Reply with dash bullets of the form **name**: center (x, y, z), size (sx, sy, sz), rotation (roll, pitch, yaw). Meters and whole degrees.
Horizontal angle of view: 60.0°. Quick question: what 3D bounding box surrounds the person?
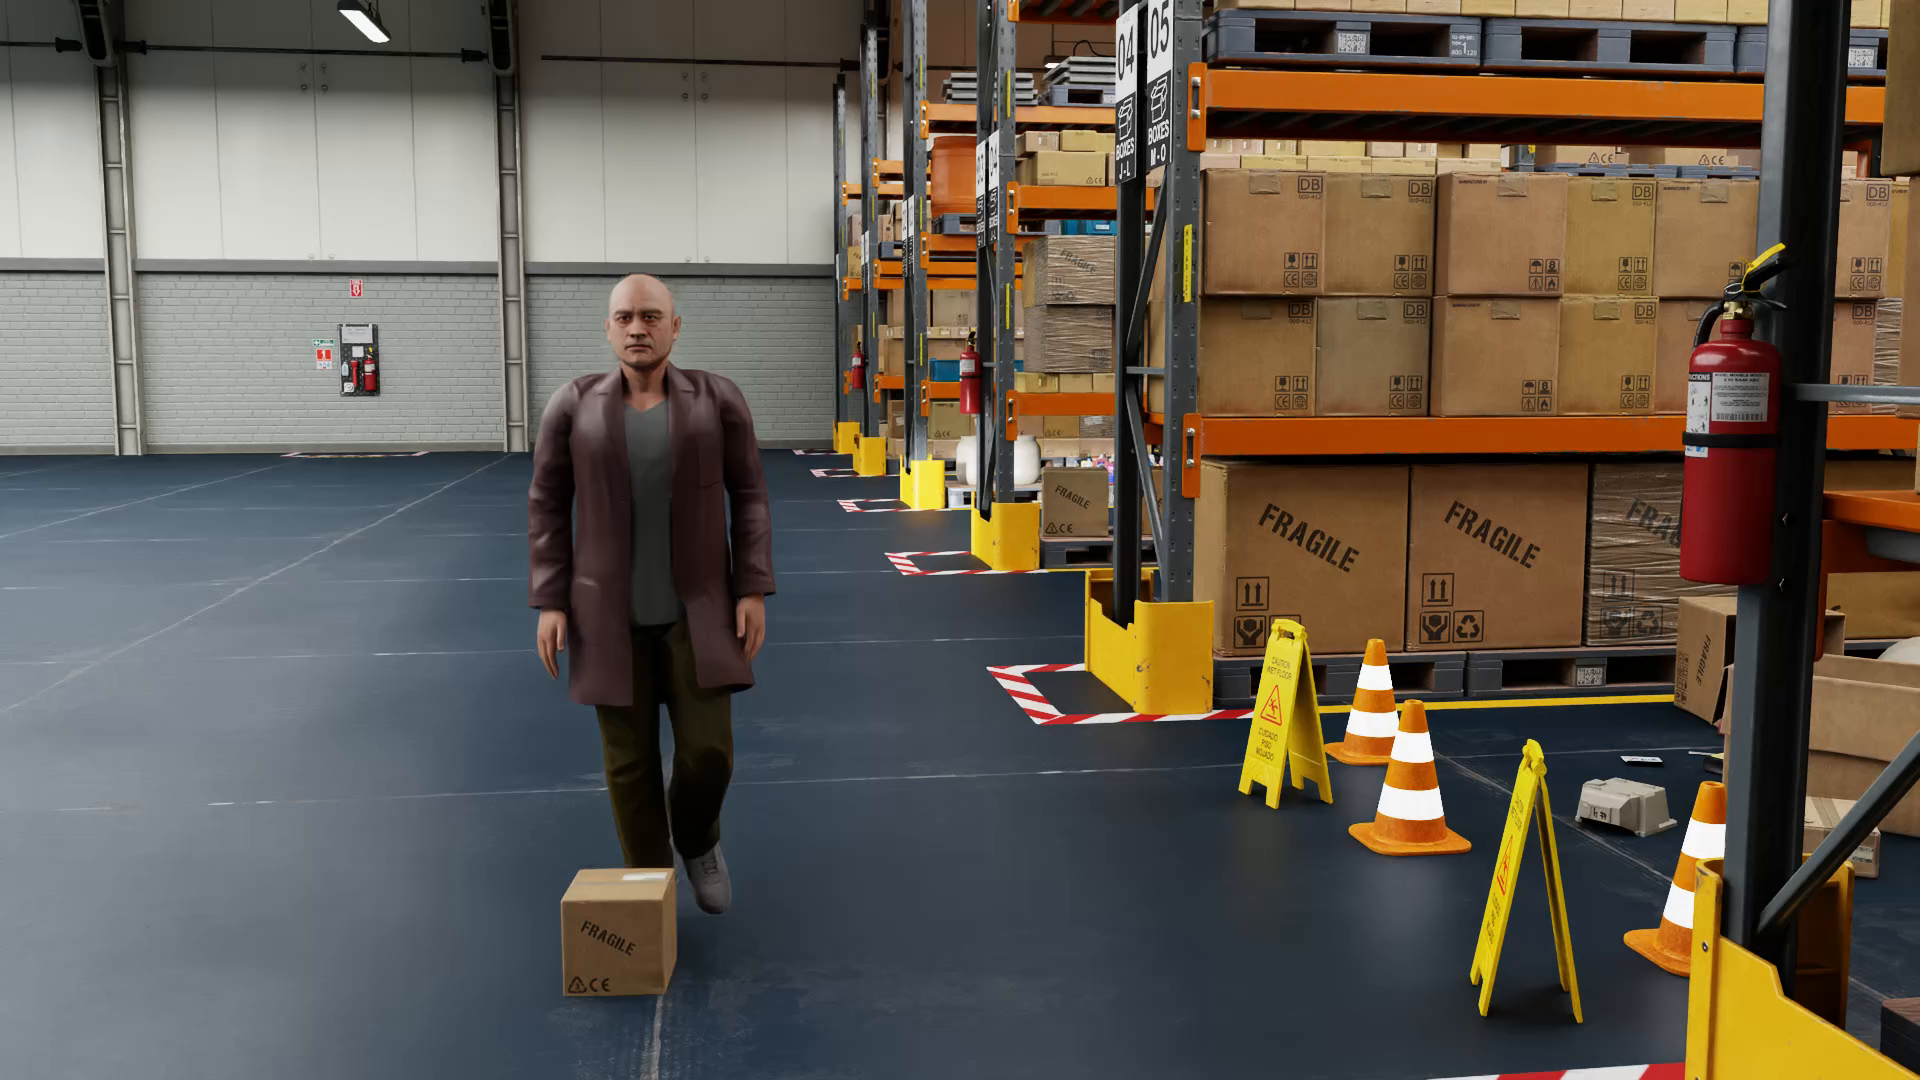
- **person**: center (-0.819, 0.288, 4.456), size (0.647, 1.577, 0.564), rotation (-1, 6, -10)
